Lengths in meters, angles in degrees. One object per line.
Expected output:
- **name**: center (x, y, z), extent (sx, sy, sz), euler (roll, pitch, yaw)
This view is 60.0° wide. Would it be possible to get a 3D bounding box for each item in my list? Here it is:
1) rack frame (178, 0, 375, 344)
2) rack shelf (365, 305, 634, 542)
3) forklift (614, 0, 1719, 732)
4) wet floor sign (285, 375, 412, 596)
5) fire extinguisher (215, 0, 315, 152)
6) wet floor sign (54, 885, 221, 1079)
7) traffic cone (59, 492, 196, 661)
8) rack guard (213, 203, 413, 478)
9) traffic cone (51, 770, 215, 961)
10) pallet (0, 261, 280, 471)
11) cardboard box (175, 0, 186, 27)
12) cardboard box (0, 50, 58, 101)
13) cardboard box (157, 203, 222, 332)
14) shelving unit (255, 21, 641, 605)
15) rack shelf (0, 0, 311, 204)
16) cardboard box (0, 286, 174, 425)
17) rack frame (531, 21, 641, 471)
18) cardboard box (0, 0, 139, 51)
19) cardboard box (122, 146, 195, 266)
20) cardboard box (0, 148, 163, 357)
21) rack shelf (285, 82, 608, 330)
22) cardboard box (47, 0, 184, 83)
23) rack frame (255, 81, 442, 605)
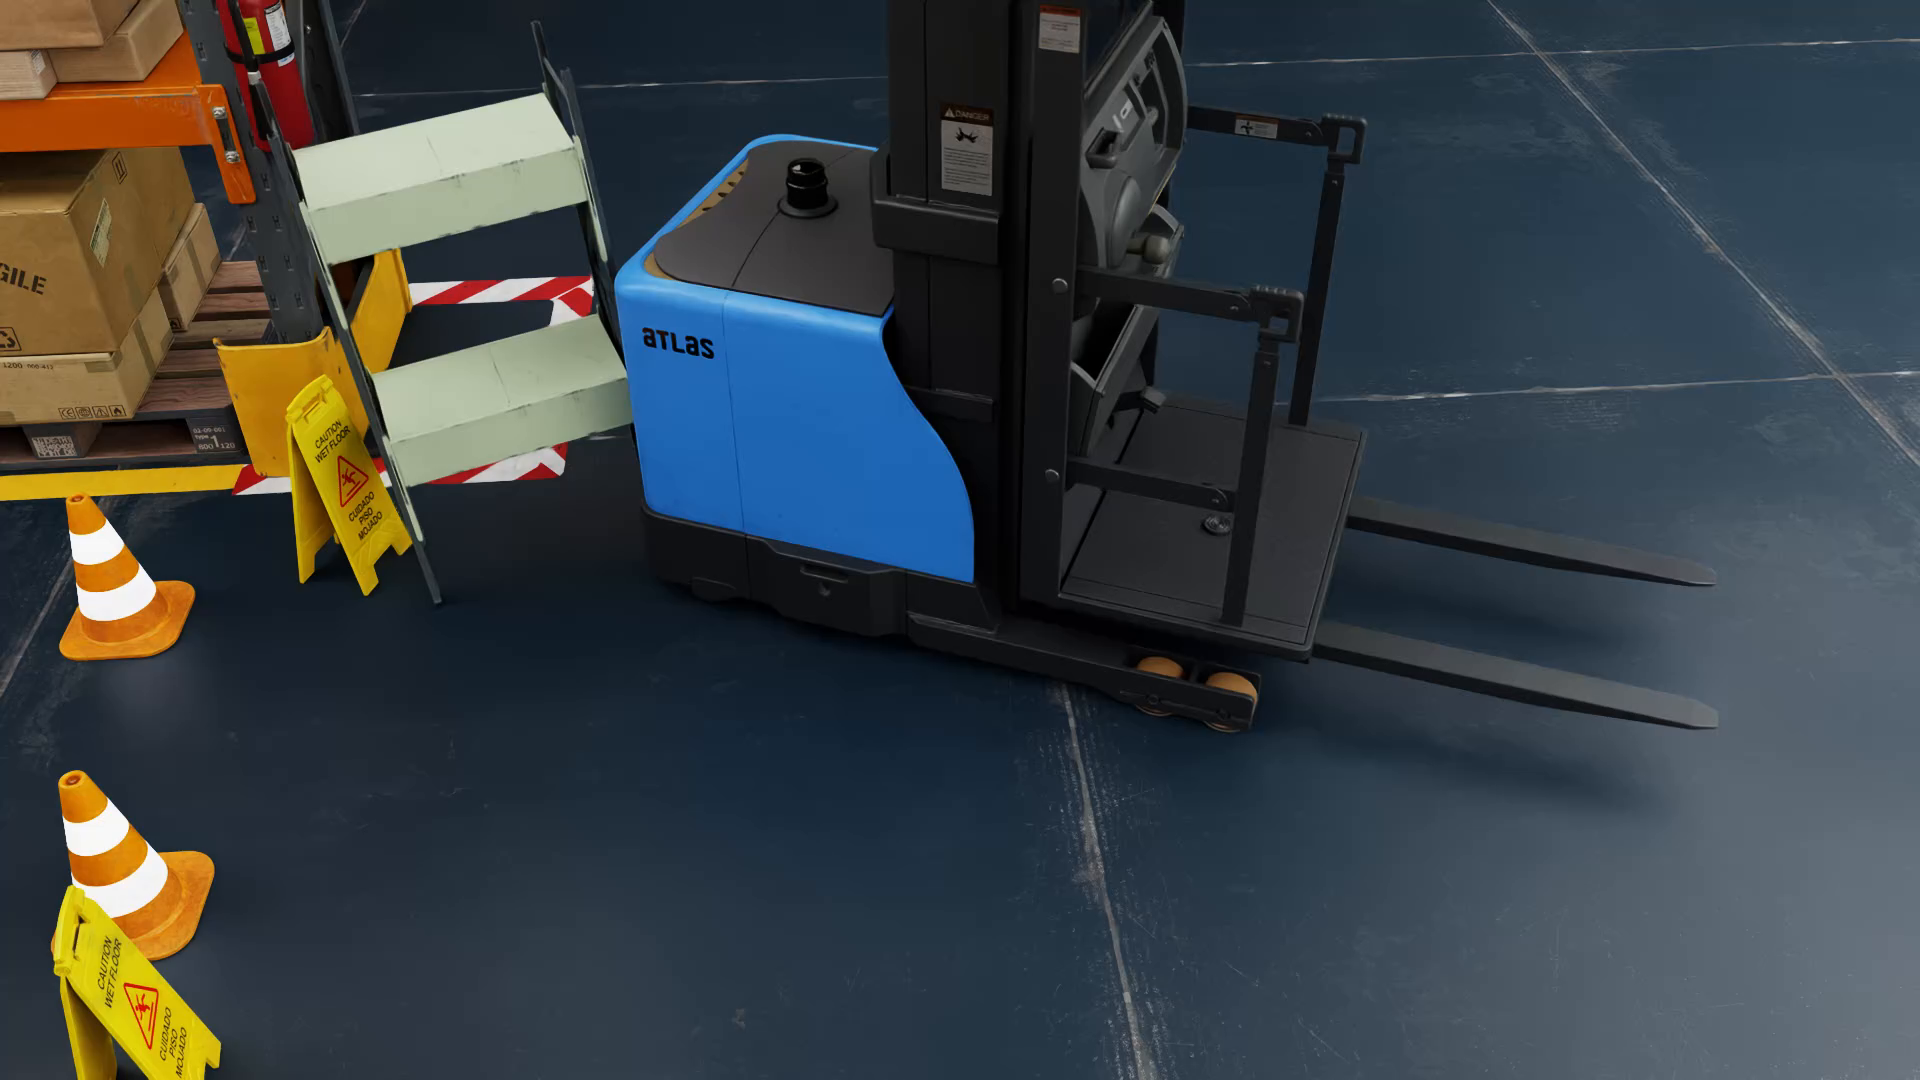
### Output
- **rack frame**: center (-2.155, -1.755, 5.052), extent (0.127, 3.000, 1.000), euler (-3, 38, -4)
- **rack shelf**: center (-1.339, -0.359, 4.970), extent (0.720, 0.370, 0.431), euler (-18, 40, -15)
- **forklift**: center (0.630, -0.994, 4.143), extent (3.031, 2.935, 1.130), euler (12, 40, 15)
- **wet floor sign**: center (-1.871, -0.181, 4.958), extent (0.232, 0.644, 0.267), euler (9, 39, 12)
- **fire extinguisher**: center (-2.000, -1.446, 4.724), extent (0.183, 0.674, 0.296), euler (-3, 38, -4)
- **wet floor sign**: center (-1.762, 0.995, 3.468), extent (0.232, 0.644, 0.267), euler (-9, 39, -12)
- **traffic cone**: center (-2.469, 0.061, 4.800), extent (0.334, 0.463, 0.336), euler (-3, 38, -4)
- **rack guard**: center (-2.231, -0.769, 5.821), extent (0.348, 0.500, 1.175), euler (-3, 38, -4)
- **traffic cone**: center (-2.032, 0.727, 3.955), extent (0.334, 0.463, 0.336), euler (-3, 38, -4)
- **pallet**: center (-3.043, -0.633, 5.882), extent (1.213, 0.211, 1.003), euler (-3, 38, -4)
- **cardboard box**: center (-2.512, -1.765, 5.269), extent (0.250, 0.149, 0.380), euler (-3, 38, -4)
- **cardboard box**: center (-2.751, -1.421, 4.833), extent (0.250, 0.149, 0.380), euler (-4, 38, -5)
- **cardboard box**: center (-2.983, -0.967, 5.934), extent (0.500, 0.250, 0.500), euler (-3, 38, -4)
- **shelving unit**: center (-1.364, -0.614, 4.767), extent (0.755, 1.500, 0.431), euler (-18, 40, -15)
- **rack shelf**: center (-4.147, -1.363, 5.136), extent (4.000, 0.370, 1.077), euler (-3, 38, -4)
- **cardboard box**: center (-2.960, -0.629, 5.506), extent (0.500, 0.250, 0.500), euler (-3, 38, -4)
- **rack frame**: center (-1.028, -0.723, 4.864), extent (0.023, 1.500, 0.400), euler (-18, 40, -15)
- **cardboard box**: center (-2.671, -1.711, 4.676), extent (0.500, 0.500, 0.500), euler (-4, 38, -5)
- **cardboard box**: center (-3.006, -1.259, 5.700), extent (0.500, 0.500, 0.500), euler (-4, 38, -5)
- **cardboard box**: center (-2.930, -0.930, 5.282), extent (0.500, 0.500, 0.500), euler (-3, 38, -4)
- **rack shelf**: center (-1.393, -0.918, 4.525), extent (0.720, 0.370, 0.431), euler (-18, 40, -15)
- **cardboard box**: center (-2.508, -1.504, 4.937), extent (0.250, 0.149, 0.380), euler (-2, 38, -2)
- **rack frame**: center (-1.699, -0.504, 4.671), extent (0.023, 1.500, 0.400), euler (-18, 40, -15)
